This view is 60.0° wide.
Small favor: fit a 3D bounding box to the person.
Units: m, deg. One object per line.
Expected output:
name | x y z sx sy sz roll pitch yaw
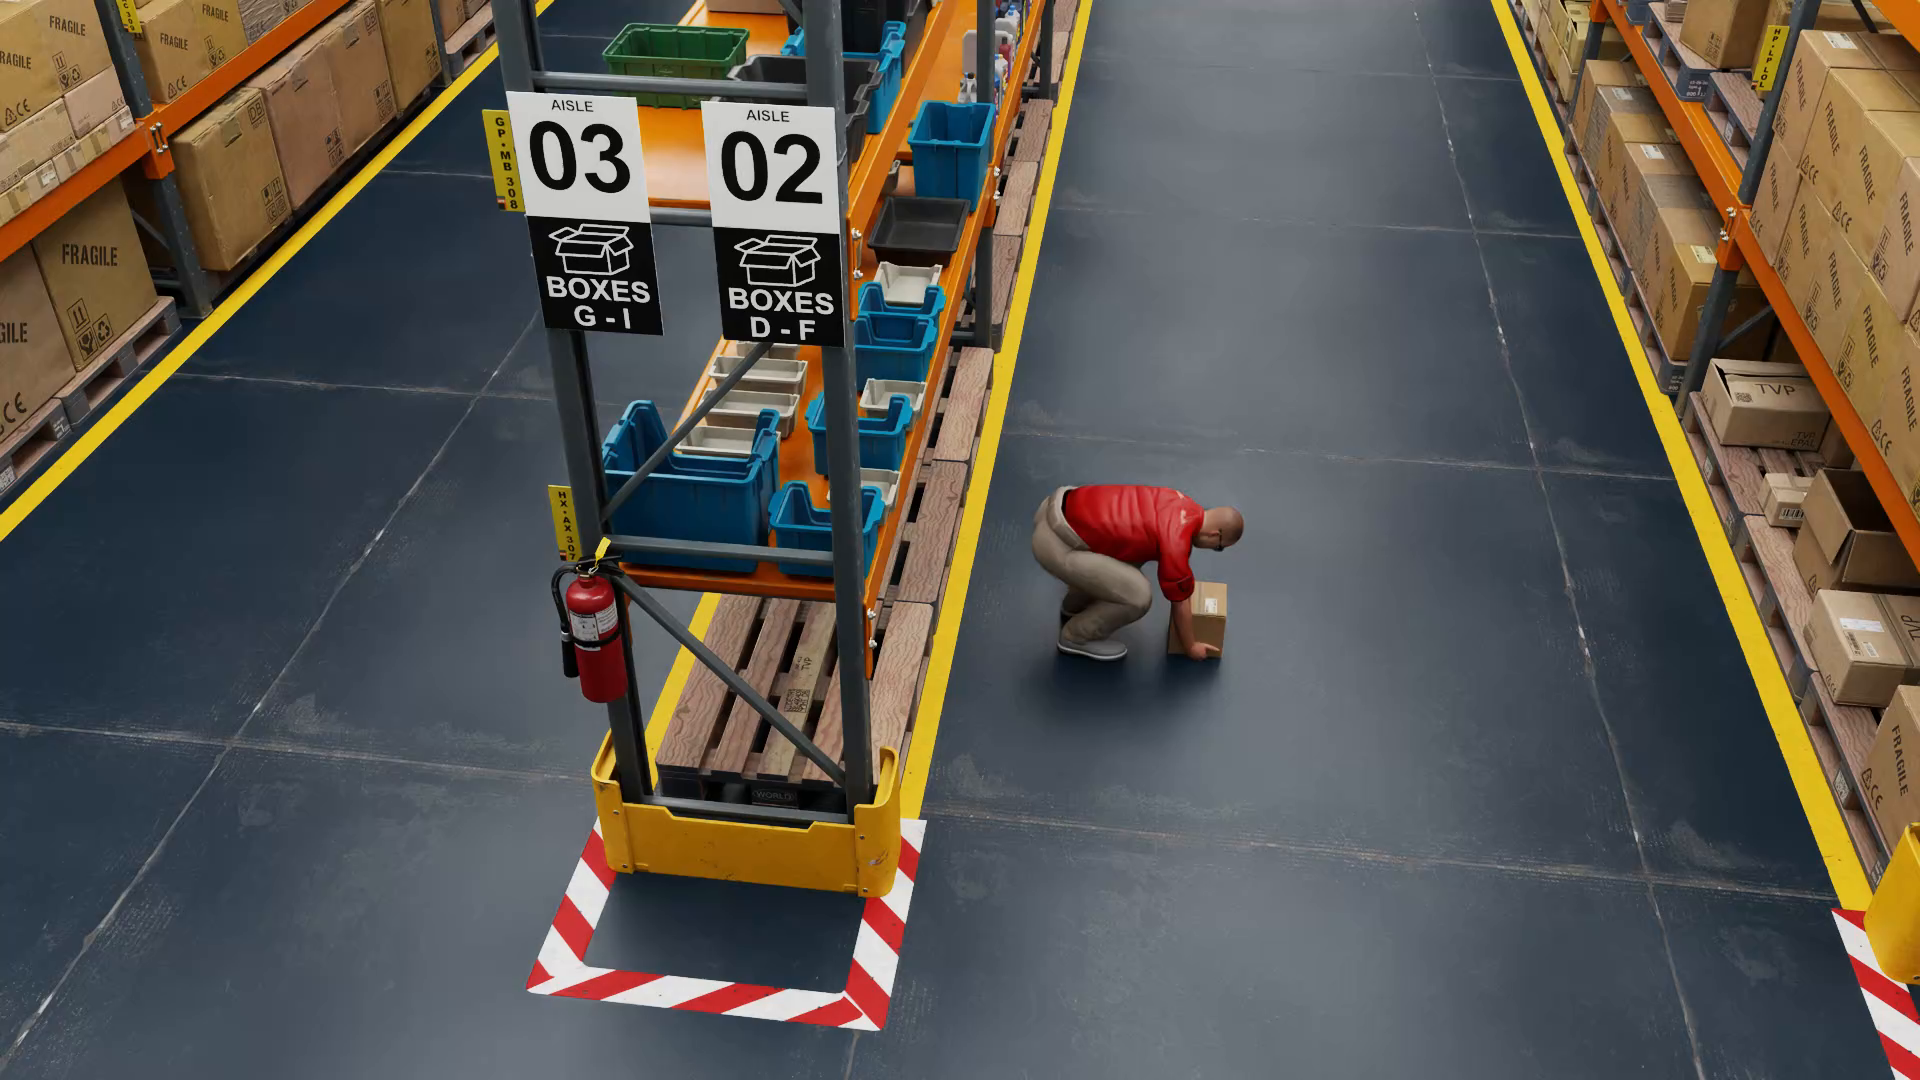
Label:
person | 0.804 0.131 7.678 0.955 0.826 0.537 3 36 4
